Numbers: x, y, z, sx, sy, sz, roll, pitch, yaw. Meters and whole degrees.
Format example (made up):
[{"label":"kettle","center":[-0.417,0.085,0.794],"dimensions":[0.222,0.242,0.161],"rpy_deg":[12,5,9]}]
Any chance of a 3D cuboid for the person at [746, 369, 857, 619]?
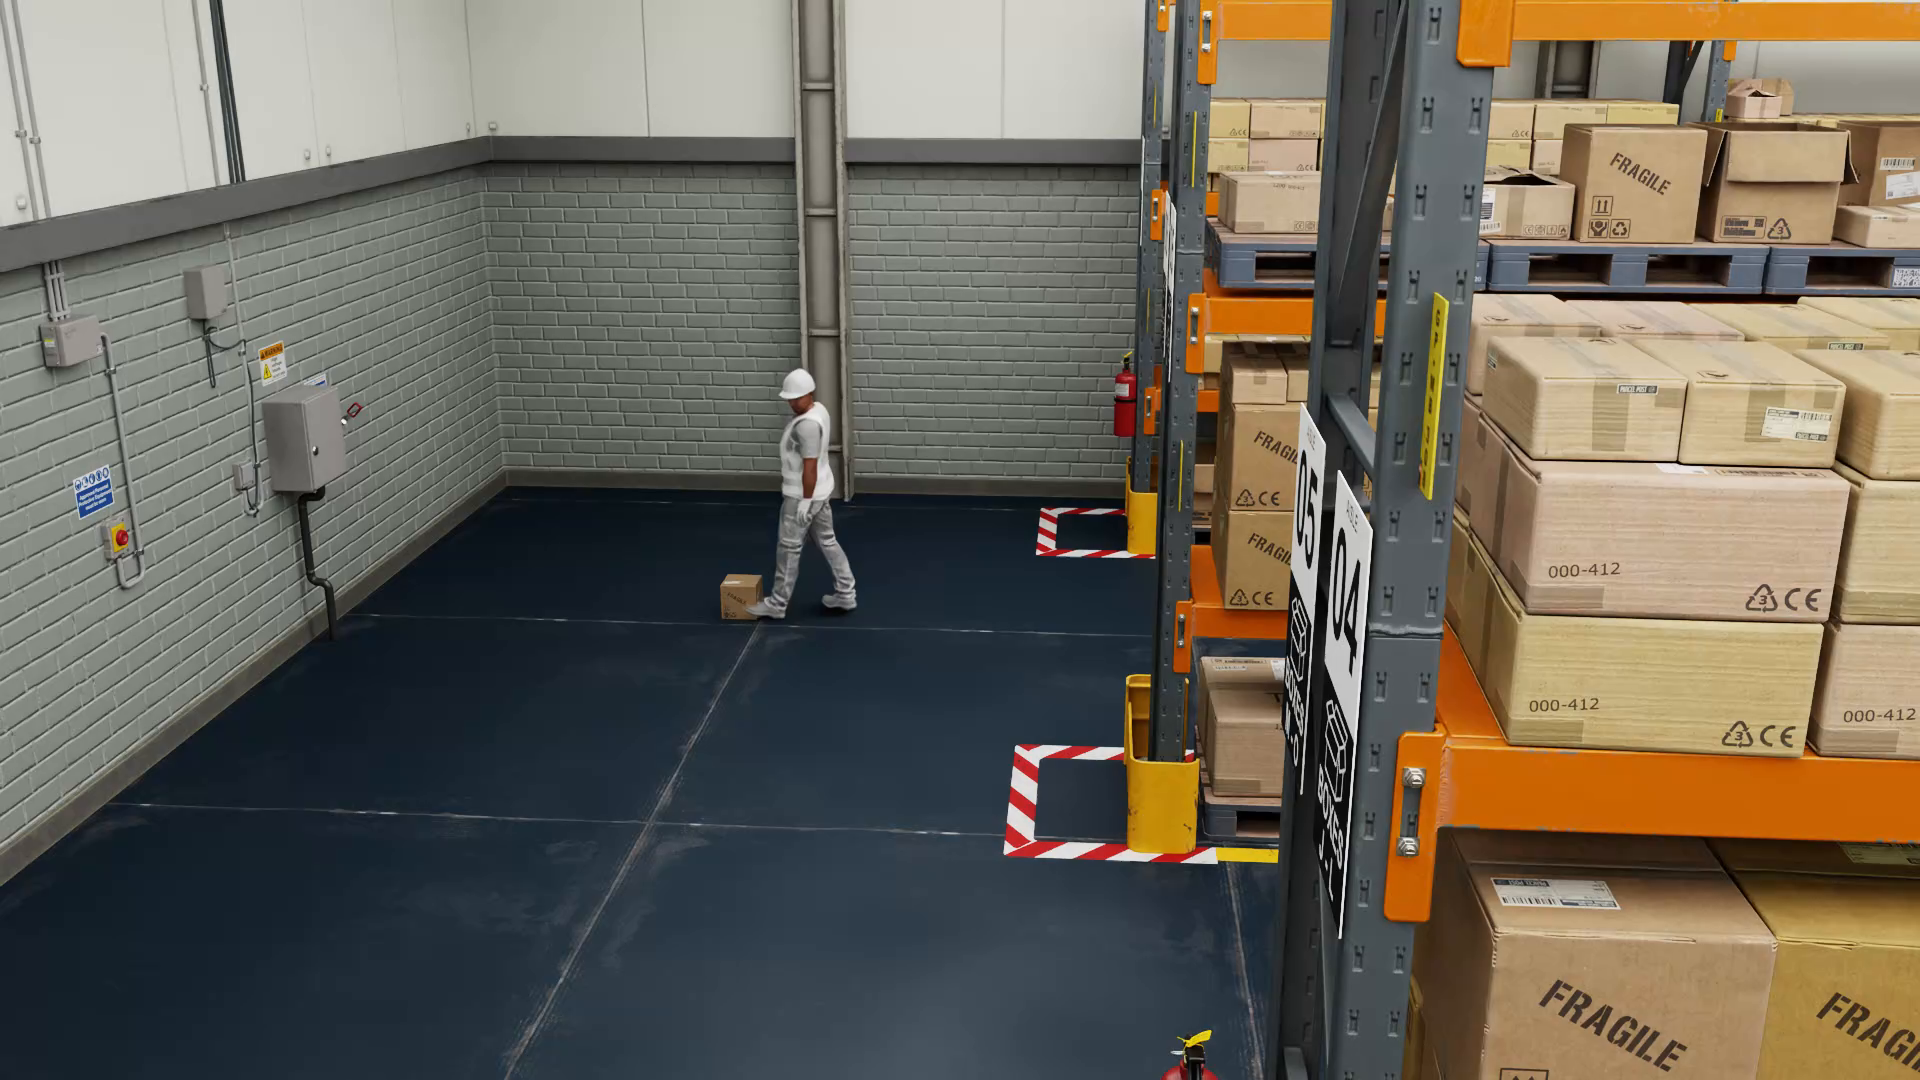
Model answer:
[{"label":"person","center":[-1.125,-0.329,11.539],"dimensions":[0.779,1.774,0.597],"rpy_deg":[3,18,10]}]
